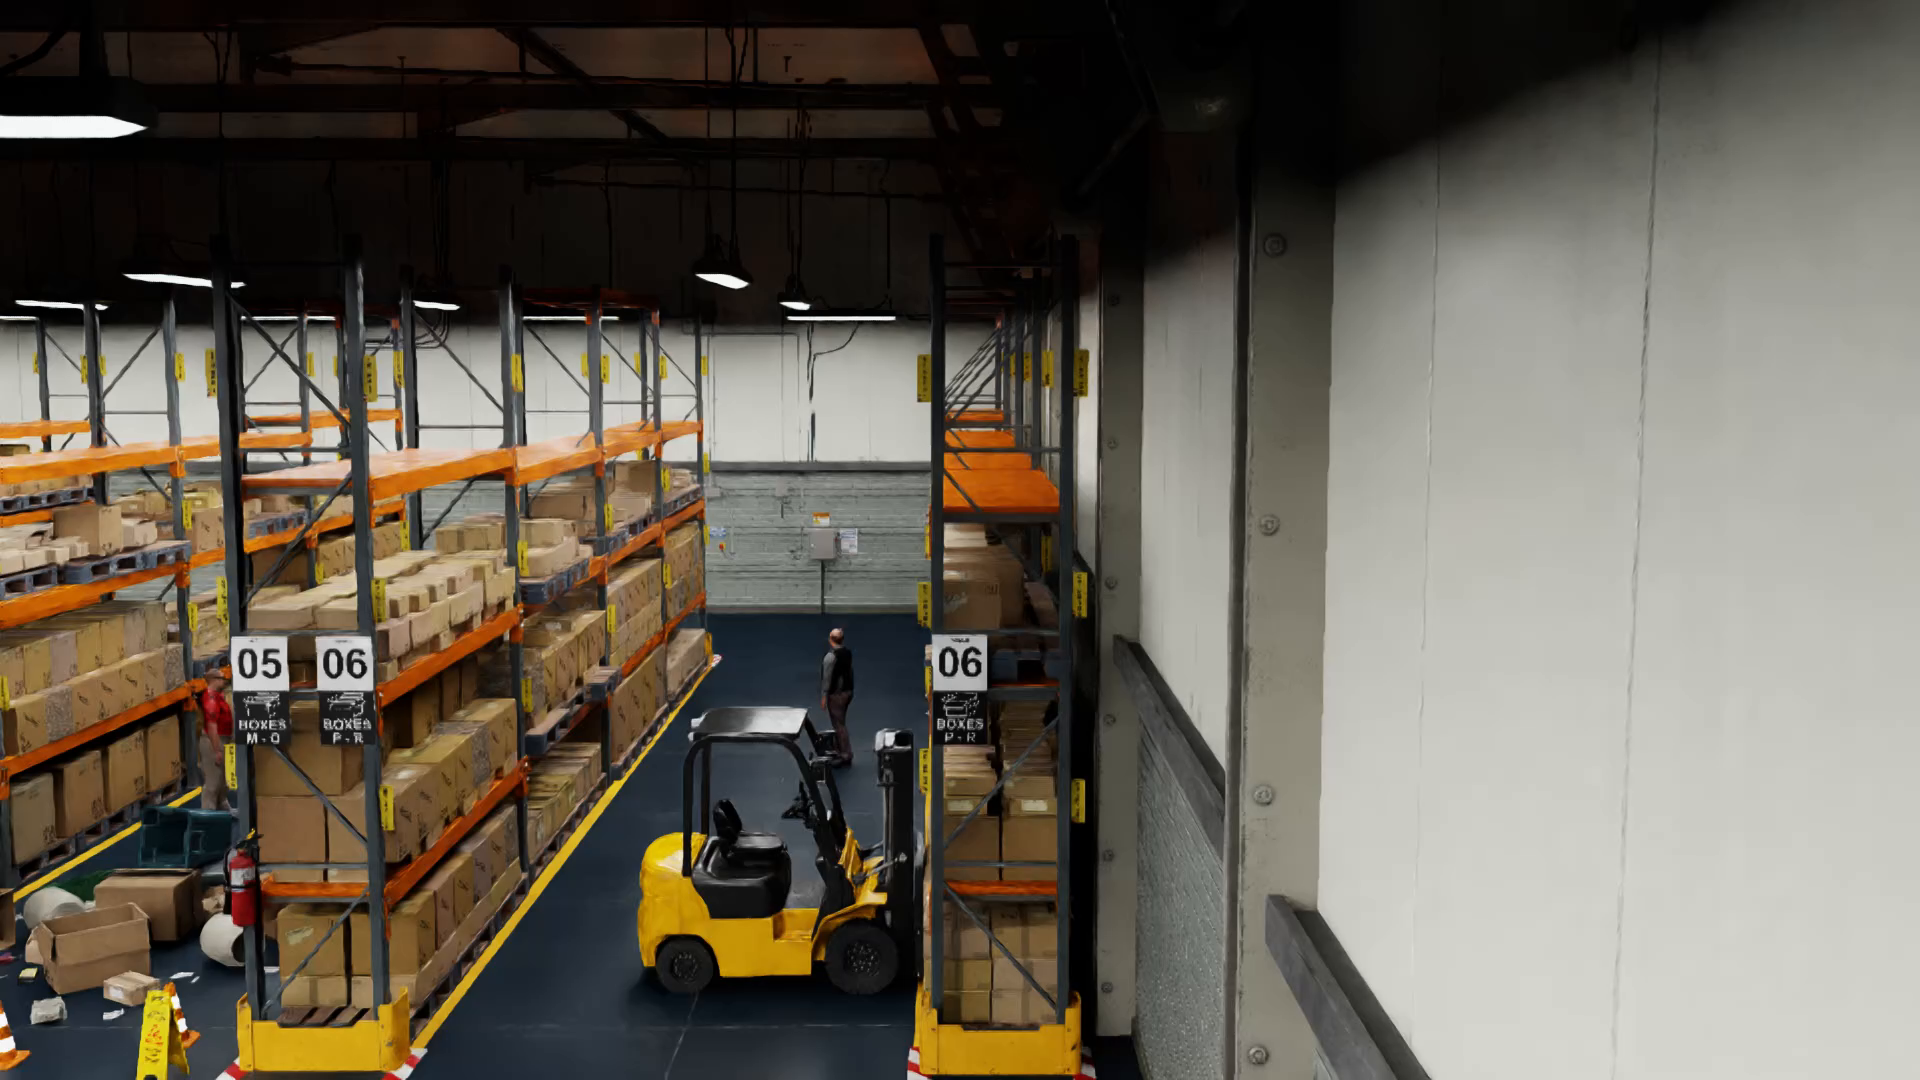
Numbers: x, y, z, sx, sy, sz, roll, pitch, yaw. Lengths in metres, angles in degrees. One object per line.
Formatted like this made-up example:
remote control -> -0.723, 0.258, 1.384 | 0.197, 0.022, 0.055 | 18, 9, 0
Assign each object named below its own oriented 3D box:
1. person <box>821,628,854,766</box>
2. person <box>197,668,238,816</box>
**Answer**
person -> -1.585, 1.966, 21.149 | 0.581, 1.718, 0.640 | 3, 7, 23
person -> -8.158, 2.270, 18.339 | 0.476, 1.738, 0.625 | -3, 7, -24
